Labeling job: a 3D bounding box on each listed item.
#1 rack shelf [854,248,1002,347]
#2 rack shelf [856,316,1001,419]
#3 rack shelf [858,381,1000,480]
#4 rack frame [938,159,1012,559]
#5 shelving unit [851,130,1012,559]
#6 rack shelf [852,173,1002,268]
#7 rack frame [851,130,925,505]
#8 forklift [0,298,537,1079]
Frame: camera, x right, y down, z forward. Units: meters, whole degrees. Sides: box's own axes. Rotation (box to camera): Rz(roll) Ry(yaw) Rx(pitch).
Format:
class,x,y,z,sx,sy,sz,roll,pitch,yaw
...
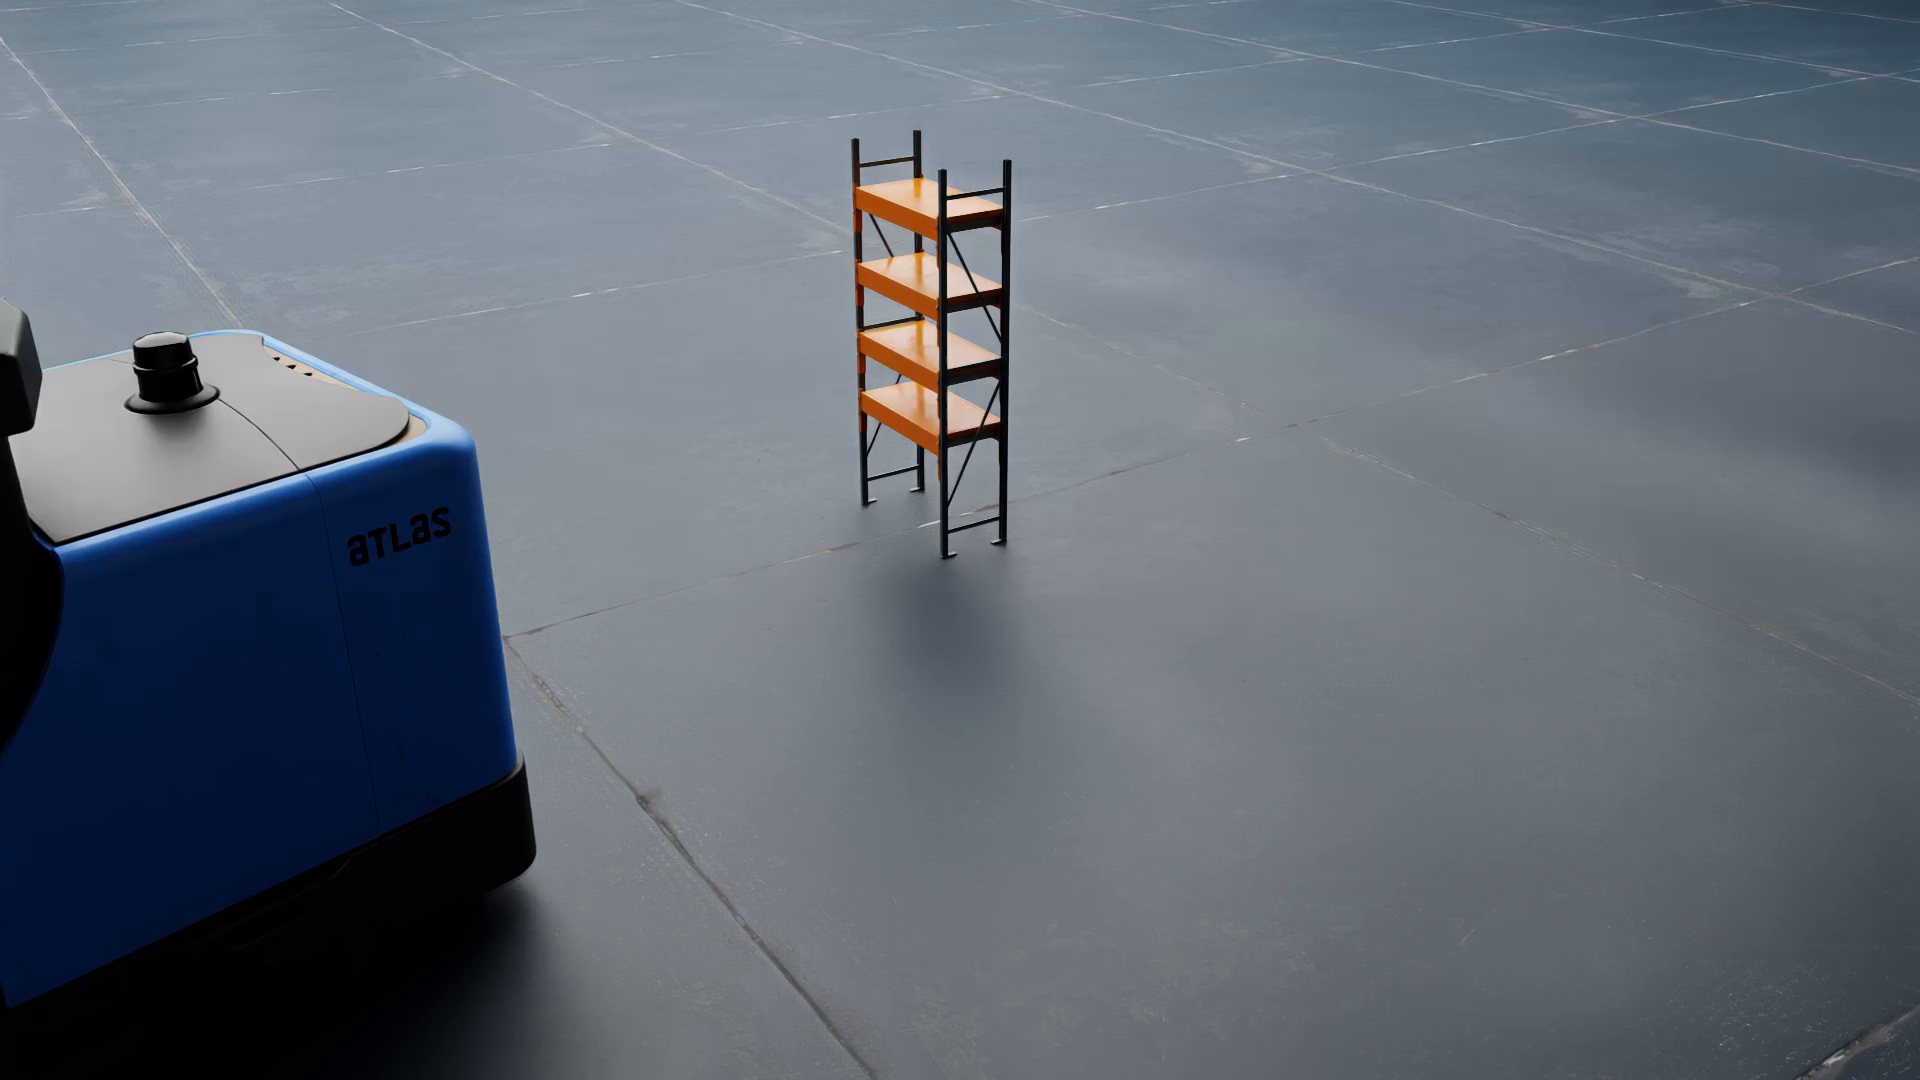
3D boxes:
class,x,y,z,sx,sy,sz,roll,pitch,yaw
rack shelf,-0.090,-0.743,5.053,0.258,0.148,0.480,-16,29,-30
rack shelf,-0.090,-0.541,5.148,0.258,0.148,0.480,-16,29,-30
rack shelf,-0.090,-0.361,5.233,0.258,0.148,0.480,-16,29,-30
rack frame,0.043,-0.515,4.934,0.240,1.200,0.015,-16,29,-30
shelving unit,-0.090,-0.602,5.119,0.258,1.200,0.503,-16,29,-30
rack shelf,-0.090,-0.957,4.952,0.258,0.148,0.480,-16,29,-30
rack frame,-0.224,-0.689,5.304,0.240,1.200,0.015,-16,29,-30
forklift,-2.300,-0.253,2.353,1.130,2.935,3.031,22,33,38
